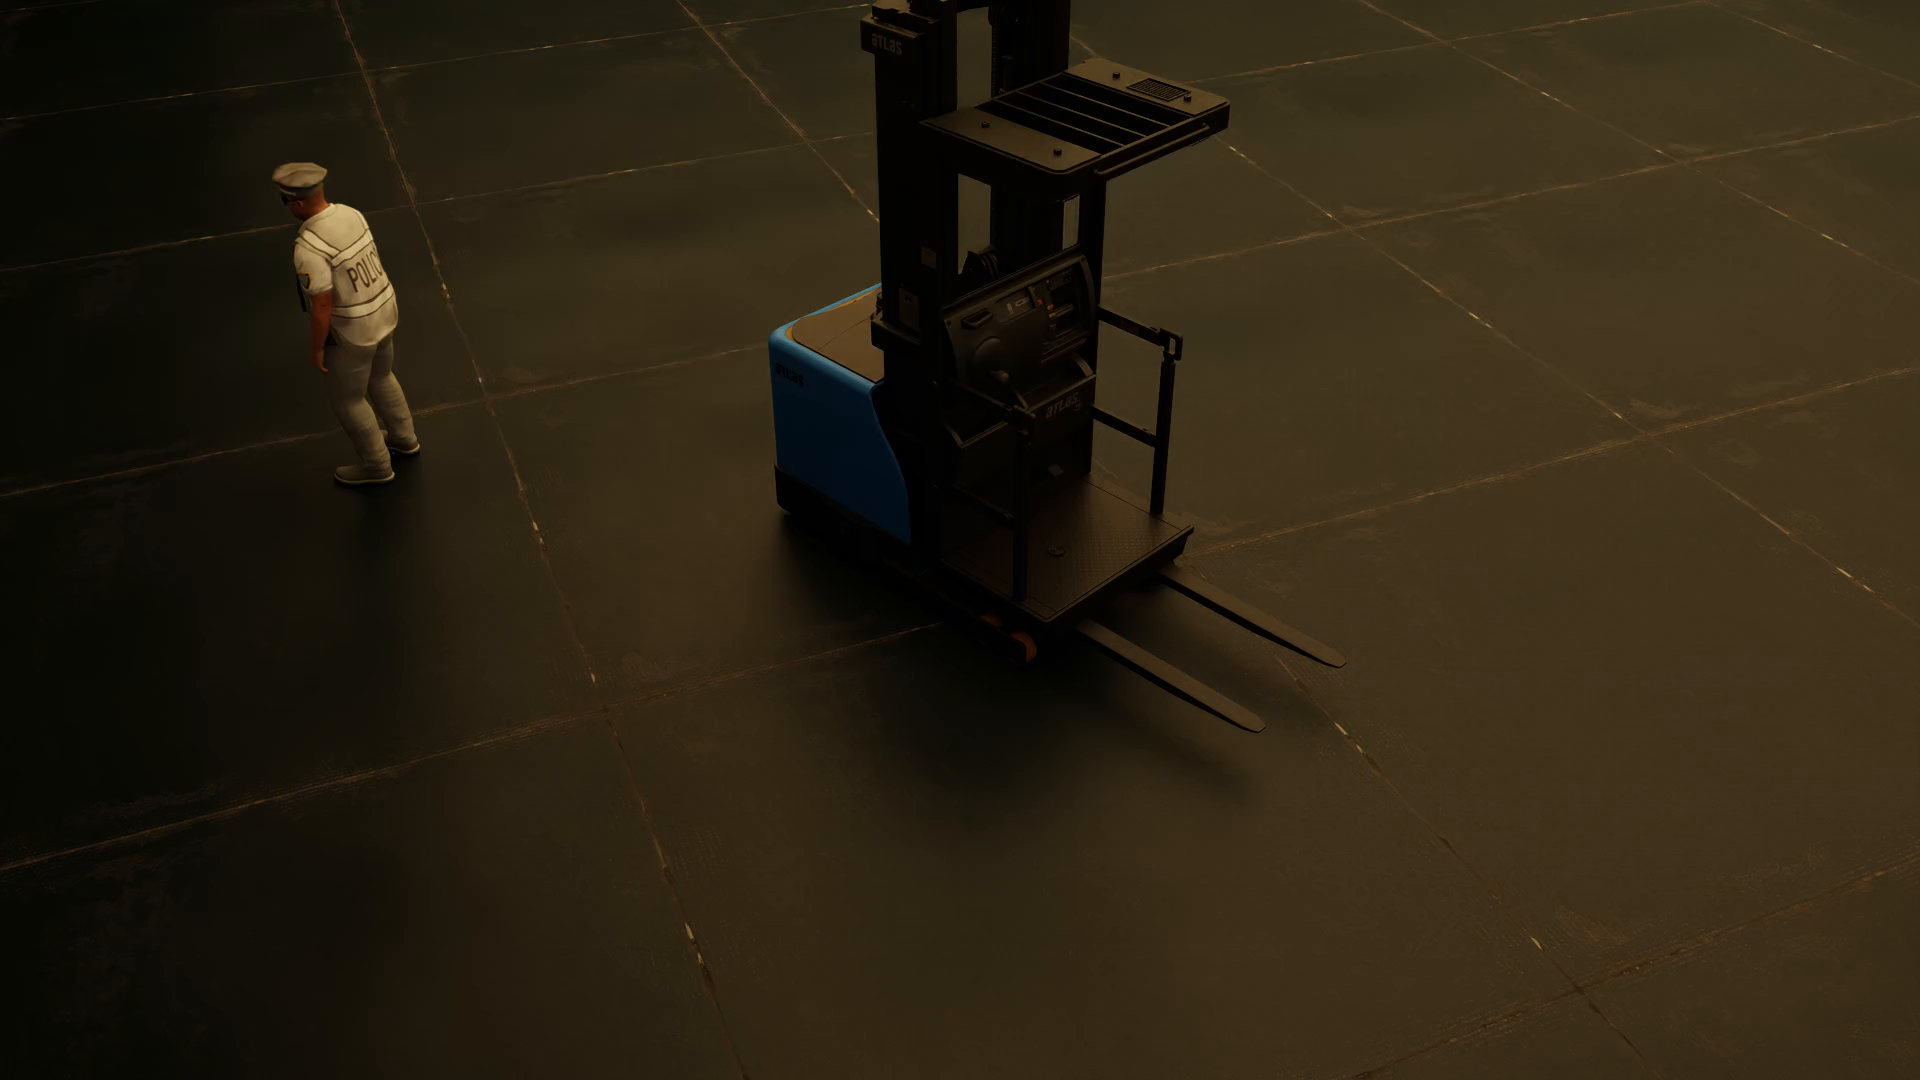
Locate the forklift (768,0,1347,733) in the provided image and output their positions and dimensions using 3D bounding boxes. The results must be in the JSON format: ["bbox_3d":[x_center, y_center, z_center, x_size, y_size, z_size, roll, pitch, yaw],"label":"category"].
[{"bbox_3d":[0.432,-0.946,7.429,3.031,2.935,1.130,30,45,35],"label":"forklift"}]

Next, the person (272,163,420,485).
[{"bbox_3d":[-3.175,-1.116,8.687,0.435,1.749,0.585,8,36,12],"label":"person"}]
